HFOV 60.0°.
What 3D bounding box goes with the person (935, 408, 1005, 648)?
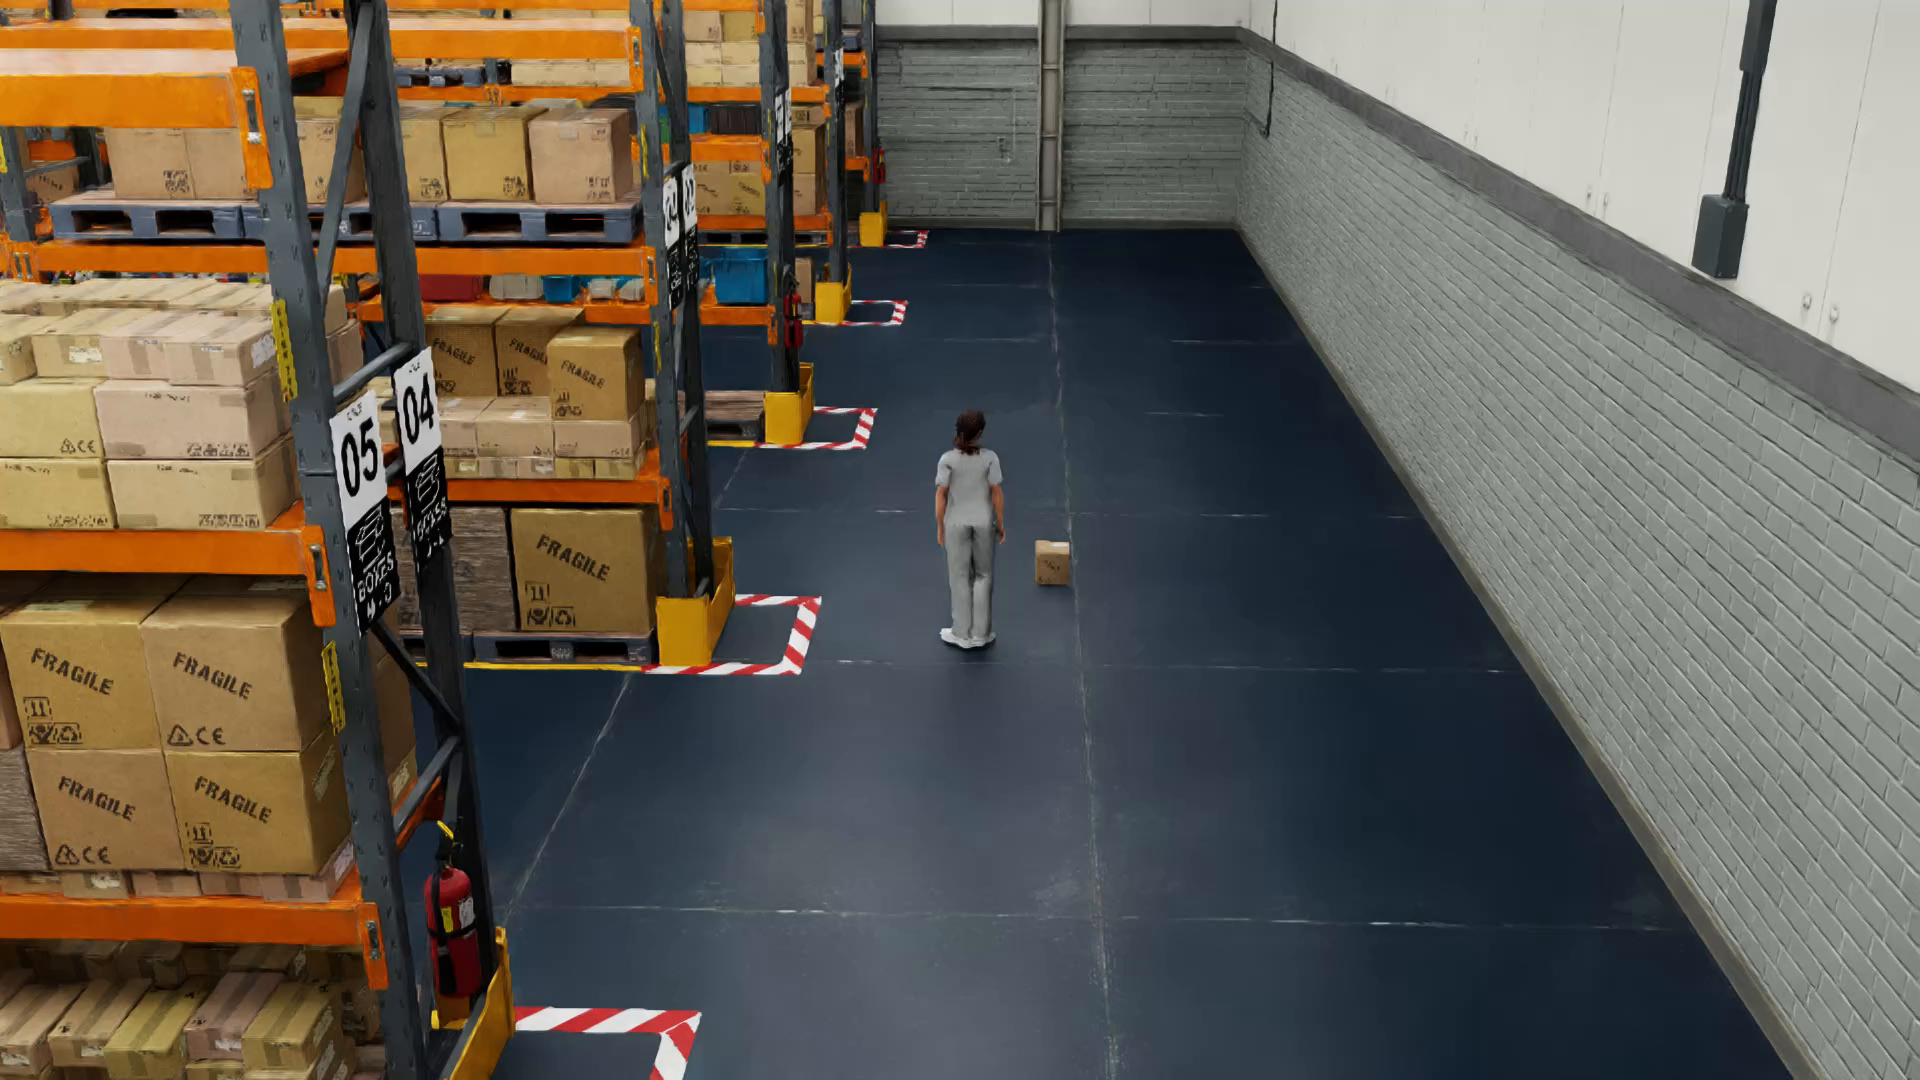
[{"bbox_3d":[0.070,-0.079,11.265,0.476,1.679,0.360,-3,21,-8],"label":"person"}]
